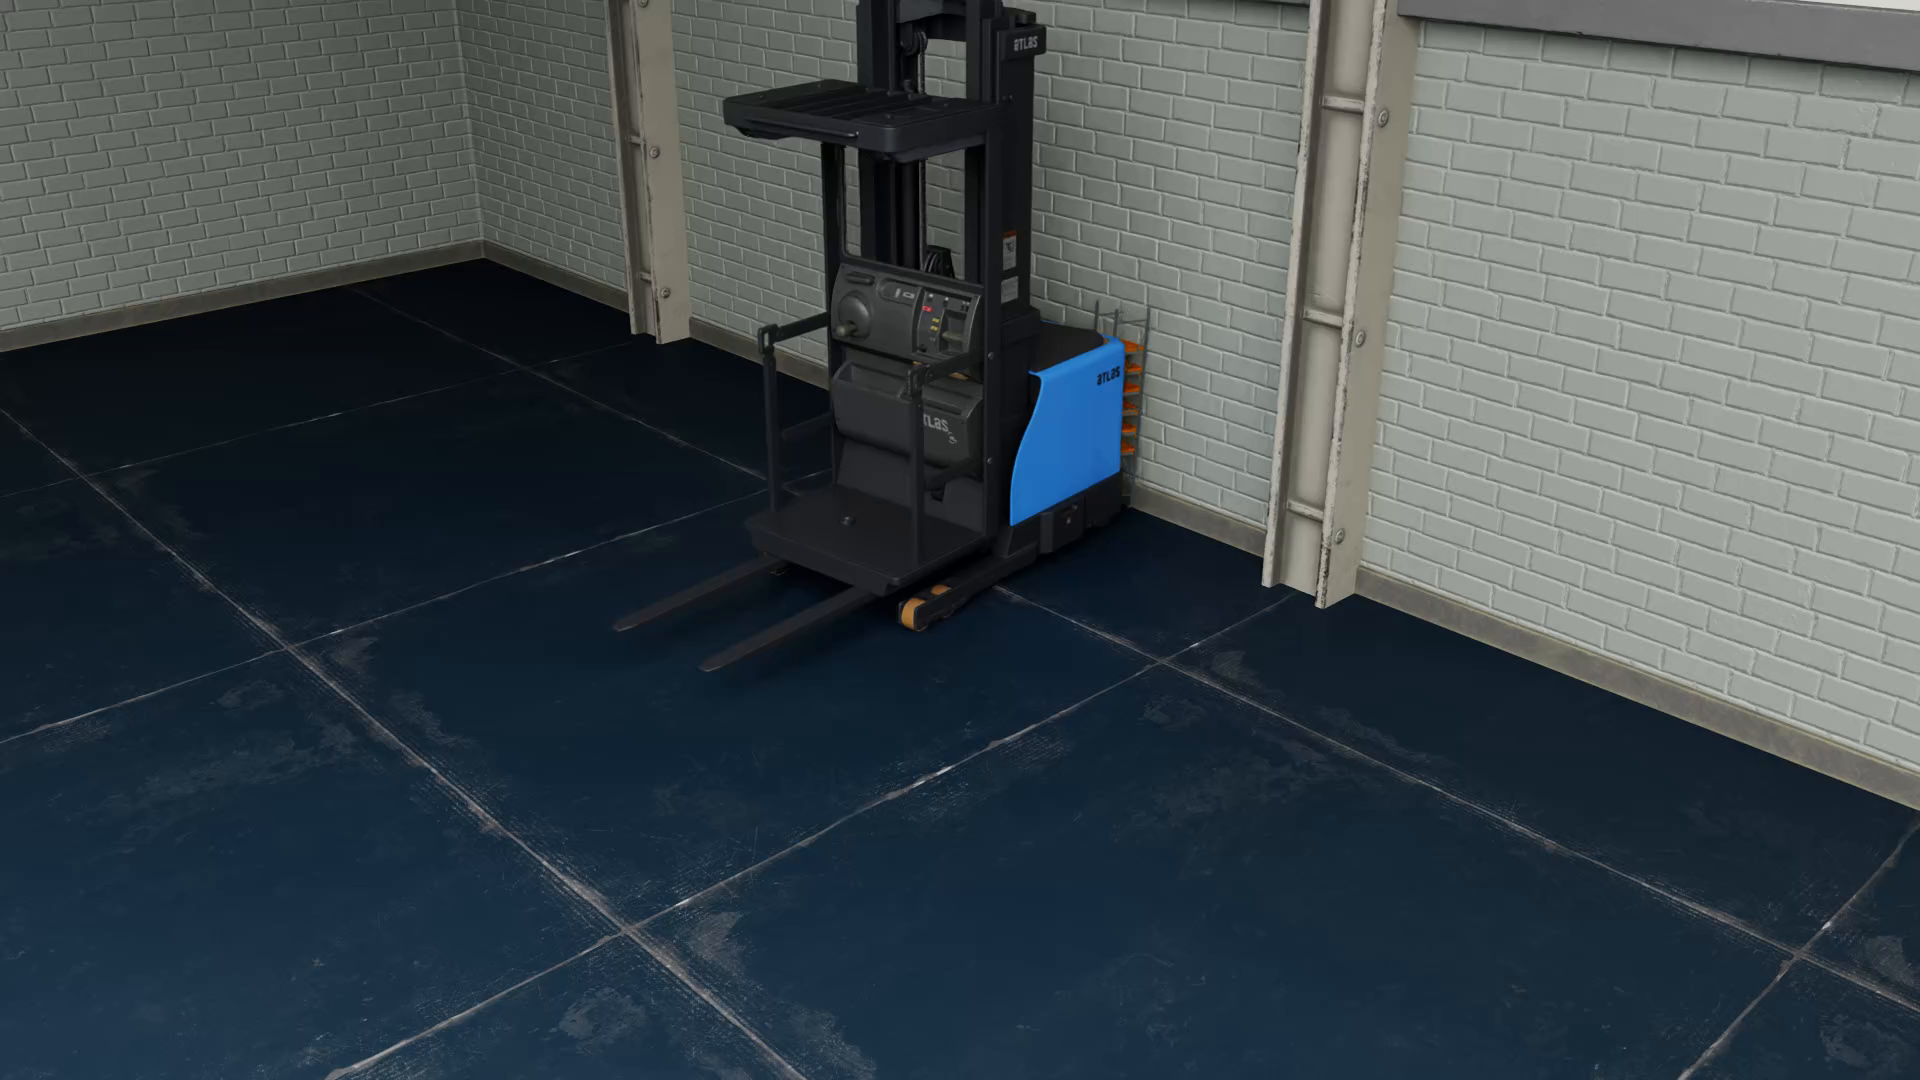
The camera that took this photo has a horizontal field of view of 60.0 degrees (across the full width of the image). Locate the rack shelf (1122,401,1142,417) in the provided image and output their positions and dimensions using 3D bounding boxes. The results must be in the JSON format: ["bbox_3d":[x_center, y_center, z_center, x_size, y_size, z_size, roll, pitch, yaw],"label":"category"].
[{"bbox_3d":[0.872,-0.715,9.423,0.258,0.103,0.180,-11,27,-29],"label":"rack shelf"}]

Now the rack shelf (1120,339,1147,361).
[{"bbox_3d":[0.889,-1.046,9.282,0.258,0.103,0.180,-11,27,-29],"label":"rack shelf"}]

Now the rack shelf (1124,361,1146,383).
[{"bbox_3d":[0.883,-0.935,9.329,0.258,0.103,0.180,-11,27,-29],"label":"rack shelf"}]

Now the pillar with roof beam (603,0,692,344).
[{"bbox_3d":[-5.415,-4.442,8.145,9.100,9.000,0.400,-21,32,-38],"label":"pillar with roof beam"}]

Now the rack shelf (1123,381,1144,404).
[{"bbox_3d":[0.878,-0.825,9.376,0.258,0.103,0.180,-11,27,-29],"label":"rack shelf"}]

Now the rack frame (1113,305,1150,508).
[{"bbox_3d":[0.921,-0.723,9.334,0.240,1.200,0.006,-11,27,-29],"label":"rack frame"}]

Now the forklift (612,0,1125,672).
[{"bbox_3d":[-0.413,-1.114,8.159,1.130,2.935,3.031,19,31,36],"label":"forklift"}]

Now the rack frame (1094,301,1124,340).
[{"bbox_3d":[0.827,-0.788,9.477,0.240,1.200,0.006,-11,27,-29],"label":"rack frame"}]

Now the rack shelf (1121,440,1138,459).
[{"bbox_3d":[0.862,-0.494,9.517,0.258,0.103,0.180,-11,27,-29],"label":"rack shelf"}]

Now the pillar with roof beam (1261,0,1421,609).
[{"bbox_3d":[-1.314,-2.624,4.161,9.100,9.000,0.400,-21,32,-38],"label":"pillar with roof beam"}]

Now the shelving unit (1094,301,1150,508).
[{"bbox_3d":[0.874,-0.756,9.406,0.258,1.200,0.189,-11,27,-29],"label":"shelving unit"}]

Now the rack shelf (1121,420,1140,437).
[{"bbox_3d":[0.867,-0.605,9.470,0.258,0.103,0.180,-11,27,-29],"label":"rack shelf"}]
